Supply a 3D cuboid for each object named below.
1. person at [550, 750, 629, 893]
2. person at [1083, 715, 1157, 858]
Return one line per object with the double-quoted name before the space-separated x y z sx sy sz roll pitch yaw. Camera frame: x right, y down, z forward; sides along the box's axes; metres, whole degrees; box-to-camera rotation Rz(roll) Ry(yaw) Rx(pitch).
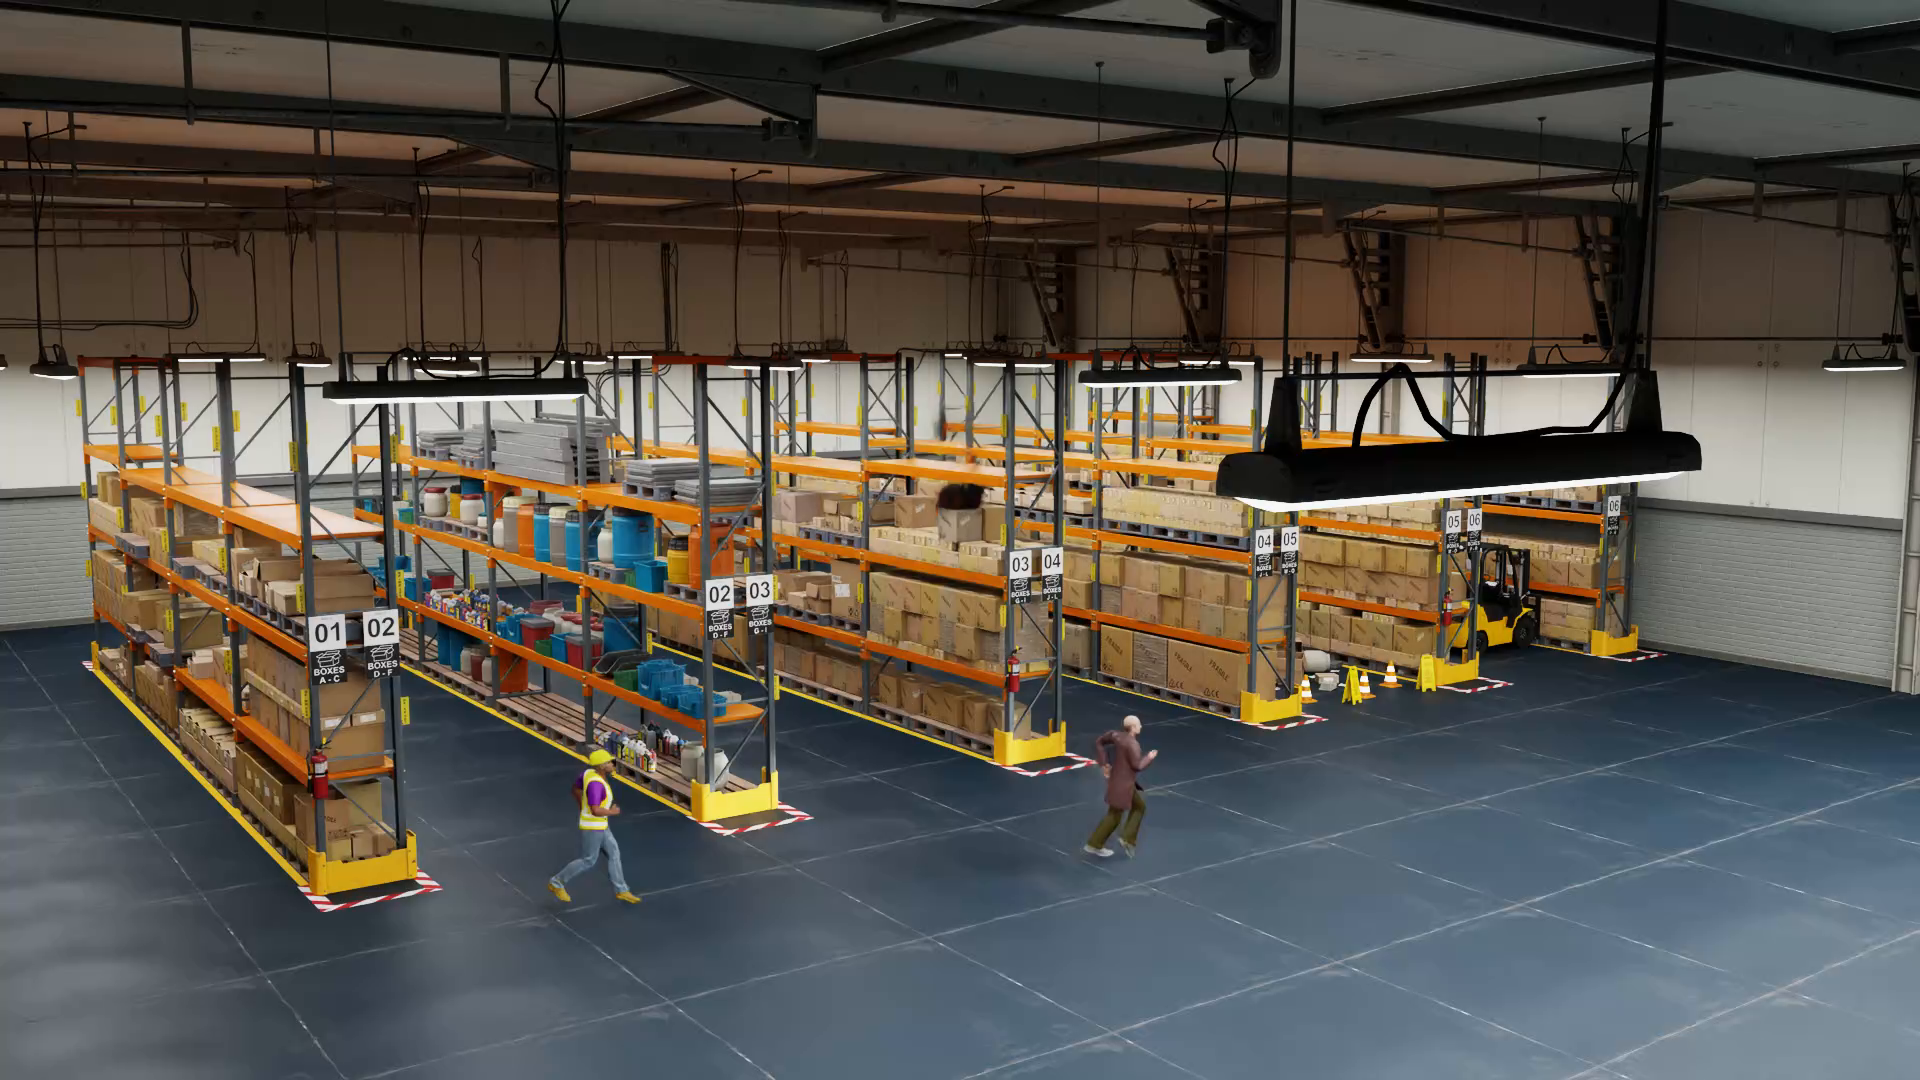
"person" -4.139 3.158 18.511 0.864 1.655 0.727 -2 7 -13
"person" 1.945 3.033 20.163 0.904 1.842 0.632 -1 7 -7
